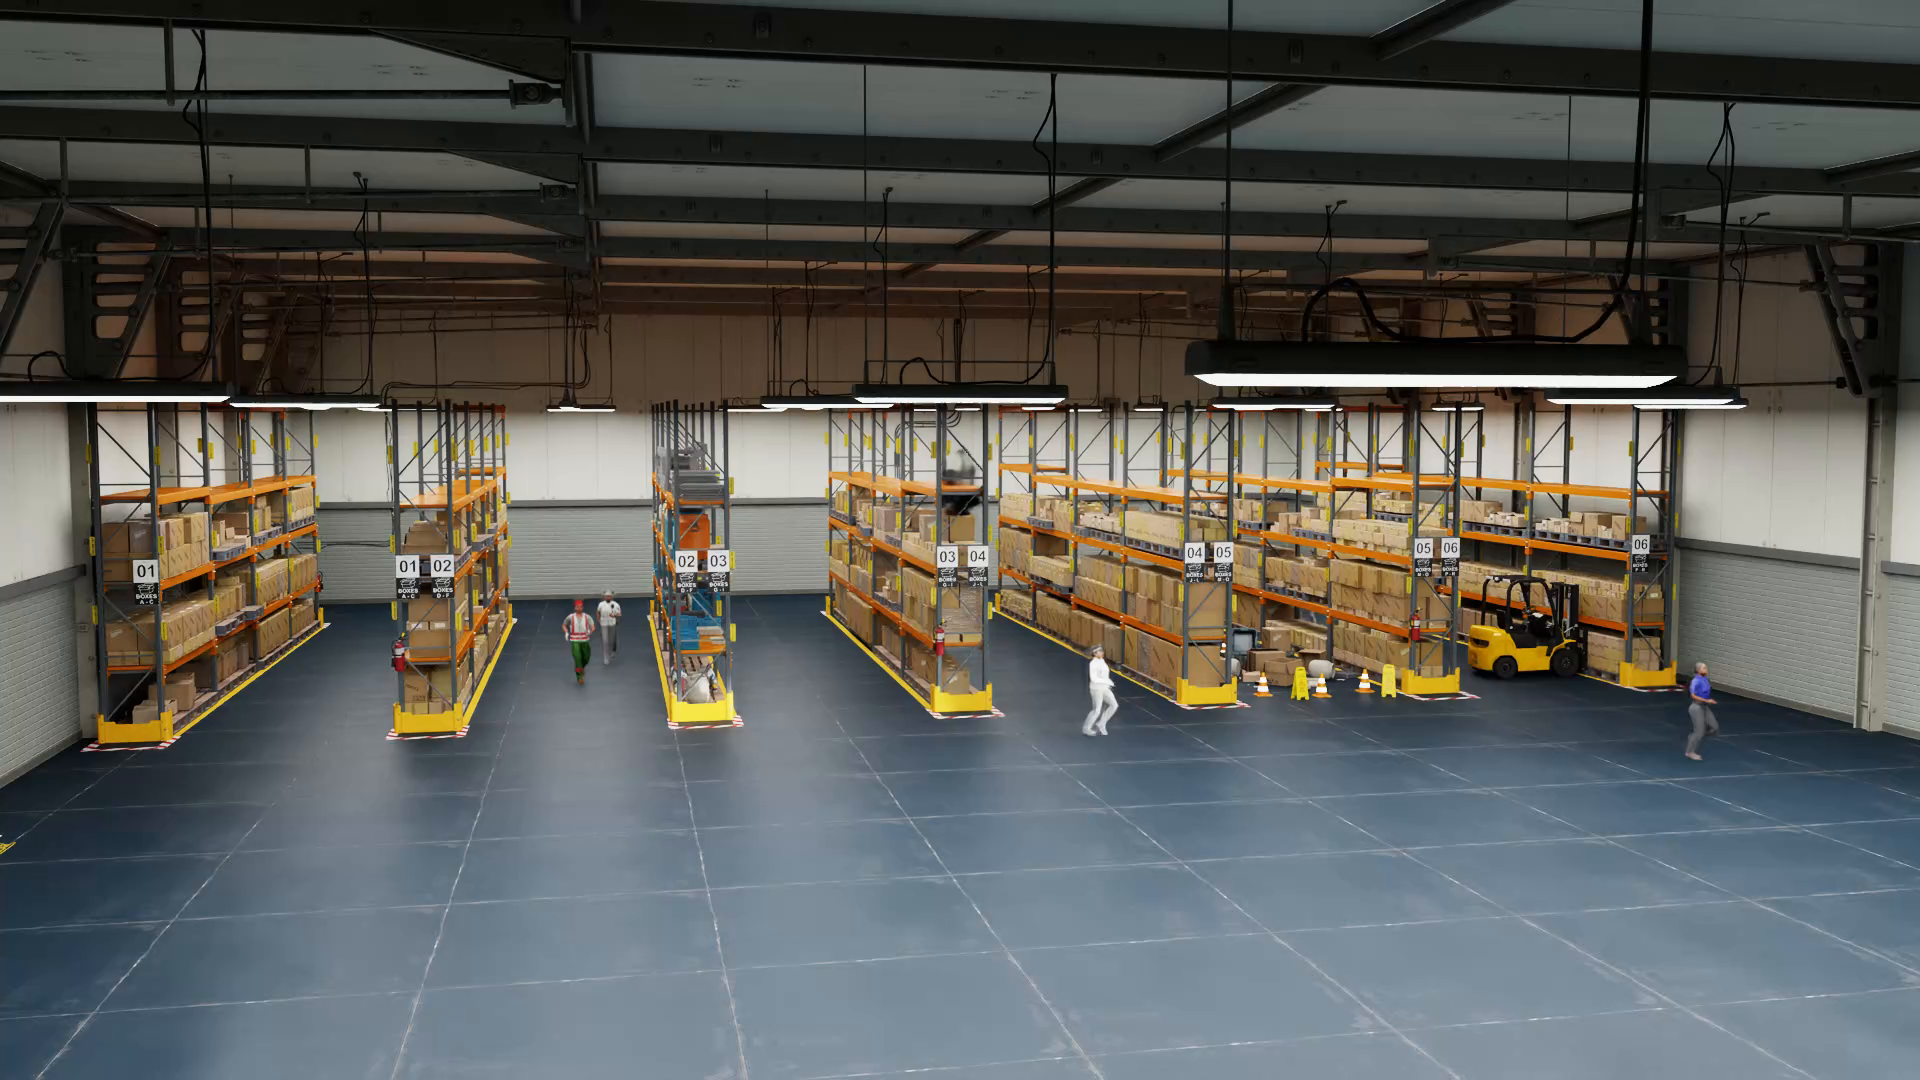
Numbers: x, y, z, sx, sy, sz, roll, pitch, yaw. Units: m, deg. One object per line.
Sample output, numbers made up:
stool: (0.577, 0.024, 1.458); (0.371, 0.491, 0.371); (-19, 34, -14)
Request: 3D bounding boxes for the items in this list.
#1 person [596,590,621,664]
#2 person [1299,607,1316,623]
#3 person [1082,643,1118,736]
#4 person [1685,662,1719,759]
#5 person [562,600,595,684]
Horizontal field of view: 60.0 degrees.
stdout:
person: (-8.099, 1.974, 38.338); (0.581, 1.676, 0.932); (-1, 4, -9)
person: (9.194, 1.584, 44.356); (0.551, 1.606, 0.886); (-1, 4, -10)
person: (2.495, 2.664, 29.611); (0.654, 1.675, 0.623); (3, 5, 32)
person: (12.329, 2.847, 27.601); (0.537, 1.593, 0.624); (4, 6, 44)
person: (-8.142, 2.167, 35.557); (0.668, 1.758, 0.850); (-2, 5, -21)
